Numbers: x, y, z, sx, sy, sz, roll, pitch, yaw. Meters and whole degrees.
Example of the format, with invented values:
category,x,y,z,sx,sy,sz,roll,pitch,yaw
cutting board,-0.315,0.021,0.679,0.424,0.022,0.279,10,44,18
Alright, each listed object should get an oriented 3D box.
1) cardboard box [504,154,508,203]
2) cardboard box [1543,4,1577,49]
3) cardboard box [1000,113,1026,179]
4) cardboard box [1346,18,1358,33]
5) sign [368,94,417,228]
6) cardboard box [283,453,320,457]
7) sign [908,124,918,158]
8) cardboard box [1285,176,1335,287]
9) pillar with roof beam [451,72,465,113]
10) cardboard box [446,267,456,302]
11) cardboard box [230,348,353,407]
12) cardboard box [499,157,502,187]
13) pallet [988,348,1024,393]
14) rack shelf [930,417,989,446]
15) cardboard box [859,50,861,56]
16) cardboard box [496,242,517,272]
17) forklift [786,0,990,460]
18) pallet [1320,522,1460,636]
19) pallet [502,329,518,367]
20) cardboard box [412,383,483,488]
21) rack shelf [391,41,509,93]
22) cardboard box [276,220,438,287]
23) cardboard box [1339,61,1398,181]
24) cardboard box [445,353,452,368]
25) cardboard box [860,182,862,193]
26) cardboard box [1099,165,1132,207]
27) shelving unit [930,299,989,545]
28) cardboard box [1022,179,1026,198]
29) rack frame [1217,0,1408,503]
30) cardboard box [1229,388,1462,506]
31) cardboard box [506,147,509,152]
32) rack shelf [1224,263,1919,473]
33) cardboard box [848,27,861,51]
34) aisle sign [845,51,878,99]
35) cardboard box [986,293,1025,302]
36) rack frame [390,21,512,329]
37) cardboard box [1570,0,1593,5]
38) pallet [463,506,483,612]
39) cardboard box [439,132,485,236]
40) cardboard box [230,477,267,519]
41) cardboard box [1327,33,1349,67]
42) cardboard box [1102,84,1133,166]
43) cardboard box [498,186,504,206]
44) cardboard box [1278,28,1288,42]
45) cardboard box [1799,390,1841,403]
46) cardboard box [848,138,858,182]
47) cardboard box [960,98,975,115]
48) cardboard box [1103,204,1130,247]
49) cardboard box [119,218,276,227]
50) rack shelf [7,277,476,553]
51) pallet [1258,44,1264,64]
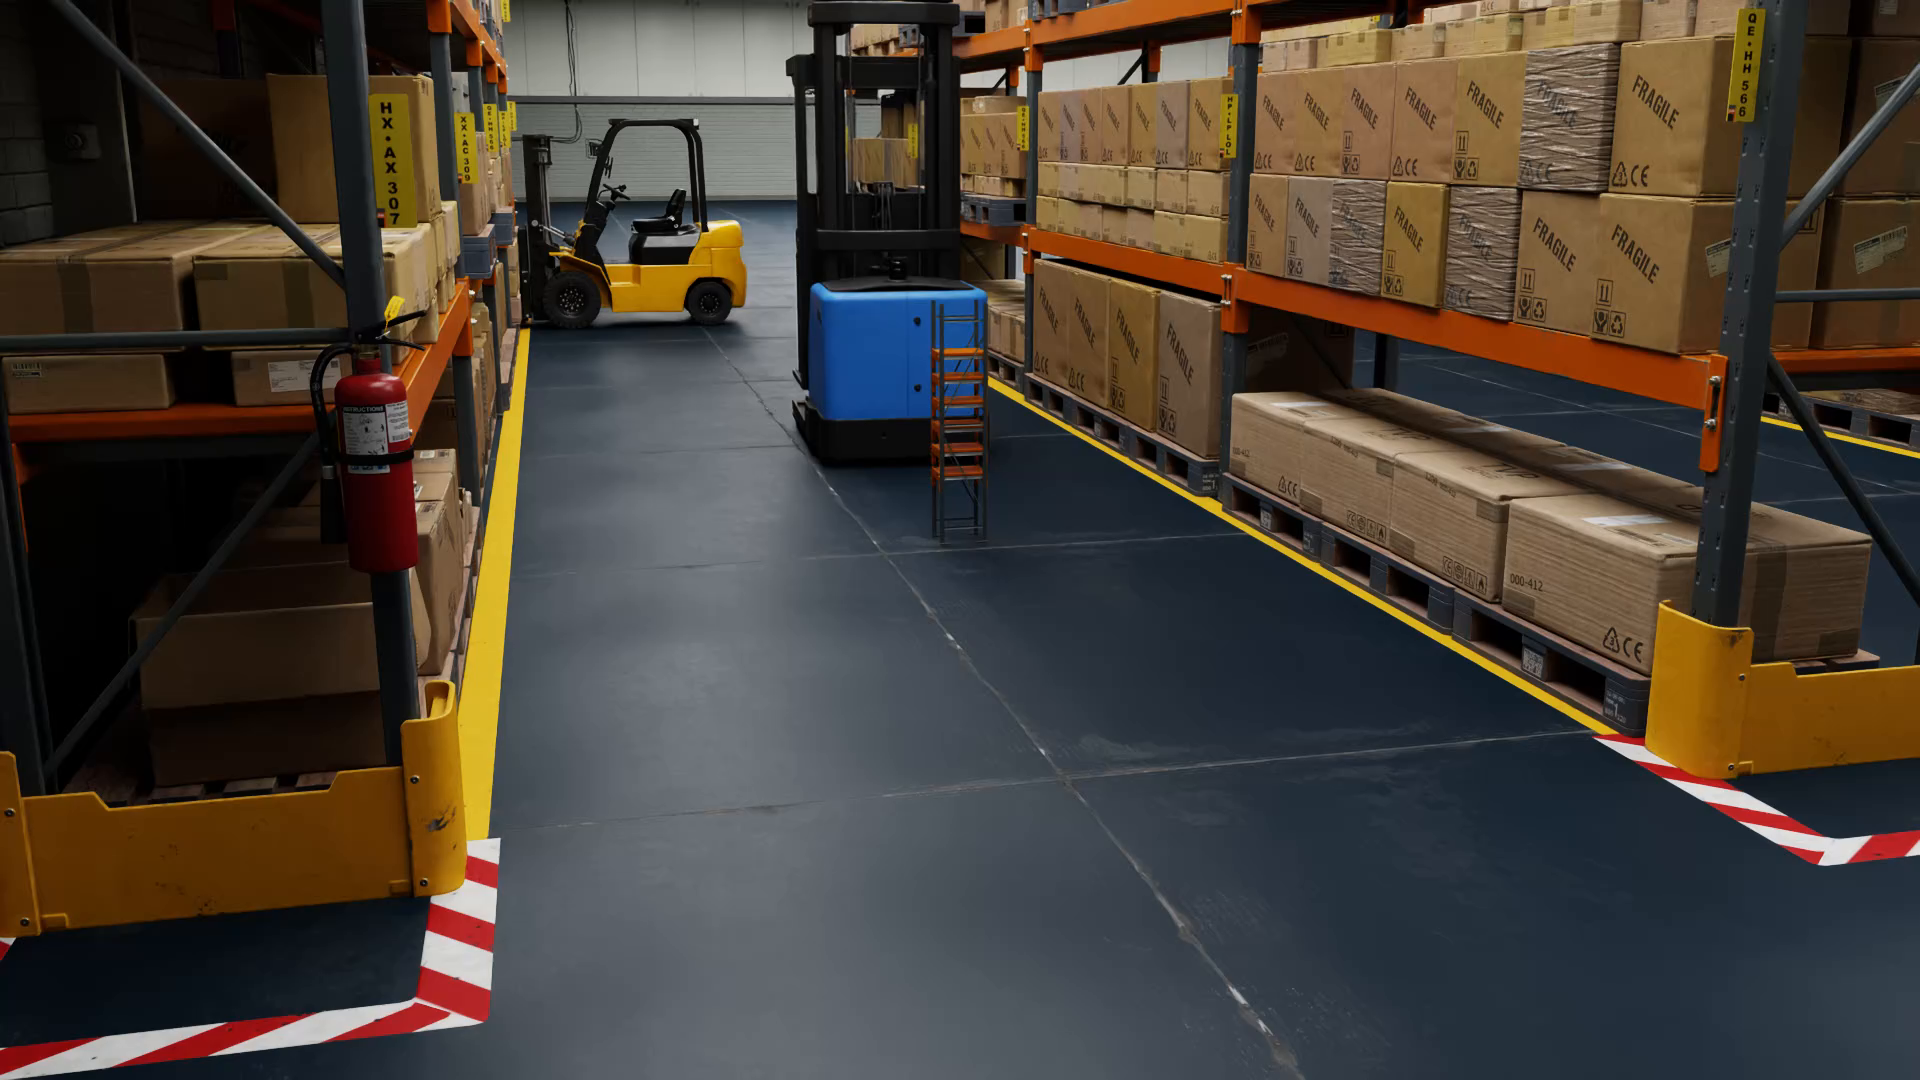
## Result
category,x,y,z,sx,sy,sz,roll,pitch,yaw
cardboard box,-4.868,-3.660,16.875,0.500,0.500,0.500,-3,14,-14
cardboard box,2.360,-1.861,6.039,0.380,0.149,0.250,-3,14,-12
cardboard box,0.628,-3.099,13.070,0.500,0.500,0.500,-4,14,-15
cardboard box,4.397,-5.547,17.924,0.380,0.149,0.250,-3,14,-12
sign,-1.413,-0.941,4.132,0.100,0.325,0.005,-3,14,-13
cardboard box,-3.283,-0.499,8.531,0.500,0.500,0.500,-3,14,-13
sign,-0.460,-3.924,16.345,0.100,0.325,0.005,-3,14,-13
cardboard box,1.914,-1.499,8.033,0.500,0.500,0.500,-3,14,-13
pillar with roof beam,-6.454,-11.277,35.623,9.100,9.000,0.400,-3,14,-13
cardboard box,-2.393,-1.114,7.194,0.380,0.149,0.250,-3,14,-12
cardboard box,-1.751,-0.459,4.514,0.380,0.149,0.250,-3,14,-14
cardboard box,-4.267,-3.211,14.511,0.500,0.250,0.500,-4,14,-15
pallet,0.822,-1.439,13.870,1.003,0.211,1.213,-3,14,-13
rack shelf,-0.003,-0.543,8.309,0.258,0.103,0.180,-3,14,-13
cardboard box,-0.963,-5.643,19.414,0.380,0.149,0.250,-4,14,-15
cardboard box,-4.567,-2.741,16.129,0.500,0.250,0.500,-4,14,-14
forklift,-0.584,-2.218,11.330,1.130,2.935,3.031,-2,14,-10
pallet,2.337,0.126,7.465,1.003,0.211,1.213,-3,14,-13
pallet,-4.548,-1.736,15.087,1.003,0.211,1.213,-3,14,-13
cardboard box,-2.775,-0.526,8.643,0.500,0.500,0.500,-3,14,-11
rack shelf,-5.229,-4.827,17.060,1.077,0.370,4.000,-3,14,-13
cardboard box,-2.167,-1.031,6.016,0.500,0.250,0.500,-4,14,-15
cardboard box,2.042,-1.865,7.424,0.500,0.500,0.500,-3,14,-12
cardboard box,-2.765,-0.956,8.408,0.380,0.149,0.250,-4,14,-14
cardboard box,-0.996,-4.246,20.017,0.380,0.149,0.250,-3,14,-13
cardboard box,1.215,-2.299,10.781,0.500,0.250,0.500,-3,14,-12
shelving unit,-0.003,-0.586,8.298,0.258,1.200,0.189,-3,14,-13
cardboard box,0.699,-2.757,13.037,0.380,0.149,0.250,-3,14,-11
rack frame,1.944,-1.690,9.024,1.000,3.000,0.127,-3,14,-13
cardboard box,1.987,-0.499,8.661,0.875,0.438,0.875,-3,14,-14
cardboard box,-5.256,-4.423,18.633,0.380,0.149,0.250,-3,14,-12
rack shelf,2.414,-0.879,7.221,1.077,0.370,4.000,-3,14,-13
cardboard box,-1.015,-5.856,19.446,0.500,0.250,0.500,-4,14,-14
aisle sign,-1.190,-5.718,20.035,0.394,0.787,0.004,-3,14,-13
cardboard box,0.528,-2.016,15.011,0.950,0.372,0.625,-3,14,-11
rack frame,-4.759,-3.258,15.442,1.000,3.000,0.127,-3,14,-13
cardboard box,5.438,-4.634,14.151,0.380,0.166,0.250,-3,14,-13
pallet,-2.720,0.101,7.571,1.003,0.211,1.213,-3,14,-13
cardboard box,-2.776,-1.789,8.334,0.700,0.500,0.500,-3,14,-12
cardboard box,-2.955,-0.145,7.480,0.500,0.311,0.500,-3,14,-11
cardboard box,1.941,-2.277,7.741,0.380,0.149,0.250,-3,14,-14
cardboard box,1.230,-2.669,10.714,0.500,0.500,0.500,-3,14,-12
cardboard box,-4.263,-2.968,14.571,0.500,0.250,0.500,-3,14,-14
cardboard box,3.979,-5.957,19.604,0.380,0.149,0.250,-3,14,-14
cardboard box,6.193,-1.254,11.622,0.500,0.500,0.500,-4,14,-15
cardboard box,-1.033,-4.527,19.798,0.500,0.500,0.500,-4,14,-14
cardboard box,0.187,-3.875,14.877,0.380,0.149,0.250,-2,14,-10
cardboard box,1.250,-2.061,10.857,0.500,0.250,0.500,-3,14,-13
cardboard box,-2.661,-1.007,5.917,0.500,0.250,0.500,-3,14,-13
rack shelf,-2.410,-0.602,6.085,1.077,0.370,4.000,-3,14,-13
pallet,4.098,-6.001,20.537,1.003,0.211,1.213,-3,14,-13
